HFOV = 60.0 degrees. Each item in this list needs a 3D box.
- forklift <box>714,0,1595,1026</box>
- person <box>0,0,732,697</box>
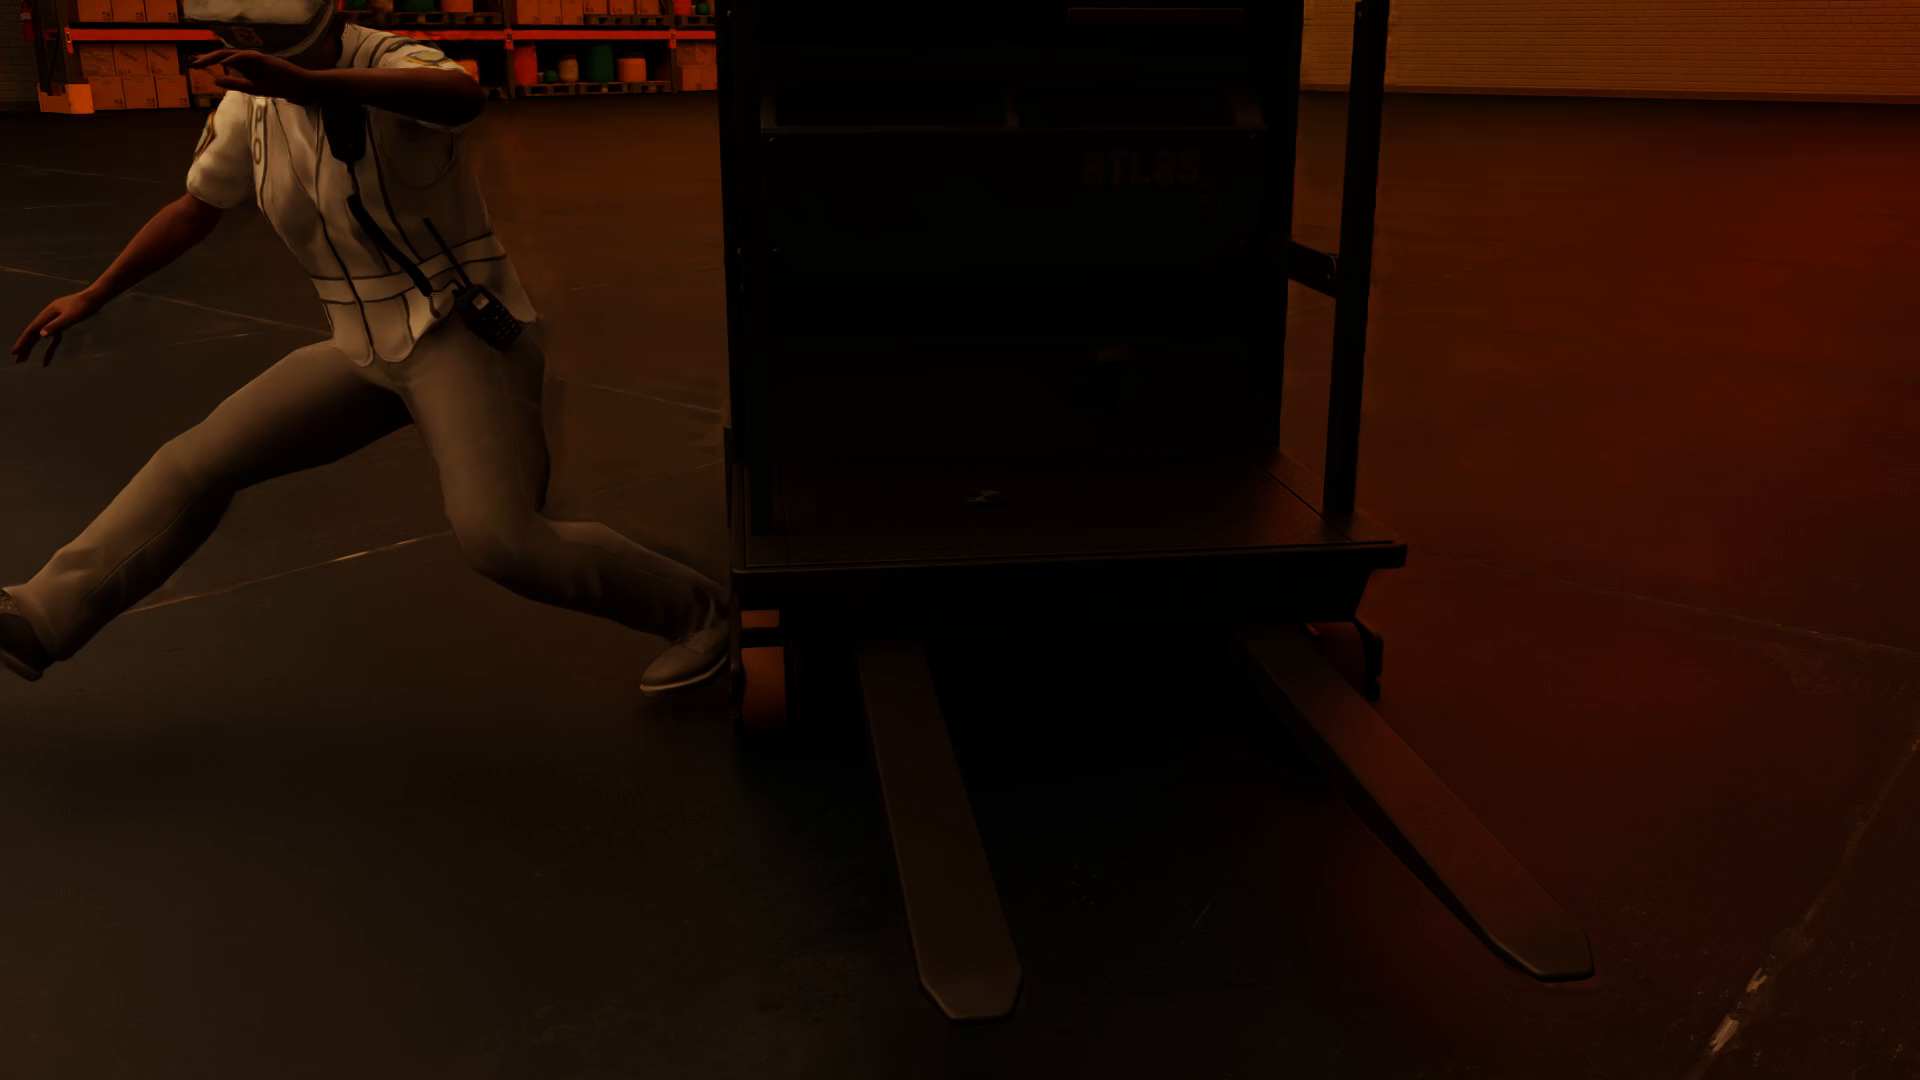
[{"bbox_3d":[0.127,-1.167,2.742,1.130,2.935,3.031,-2,17,-7],"label":"forklift"},{"bbox_3d":[-1.081,-0.357,2.808,1.120,1.291,1.000,11,20,32],"label":"person"}]
